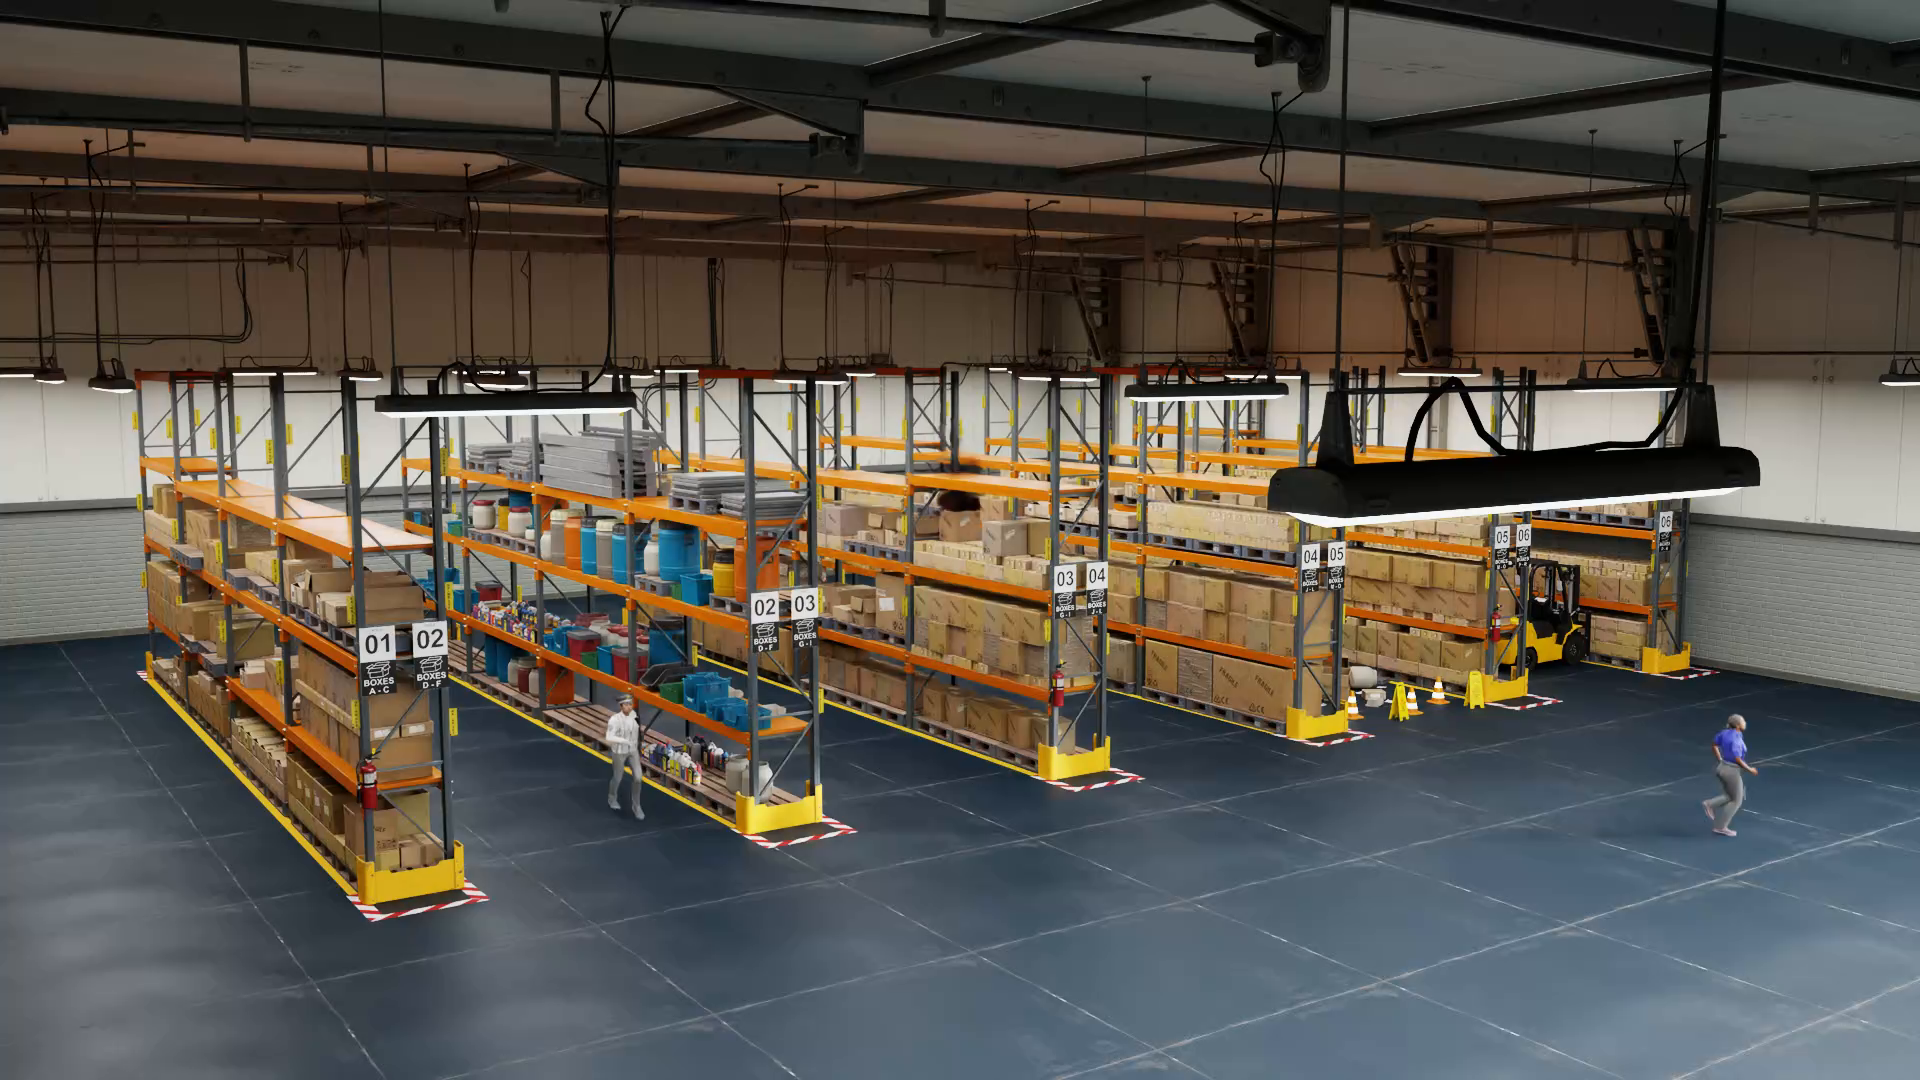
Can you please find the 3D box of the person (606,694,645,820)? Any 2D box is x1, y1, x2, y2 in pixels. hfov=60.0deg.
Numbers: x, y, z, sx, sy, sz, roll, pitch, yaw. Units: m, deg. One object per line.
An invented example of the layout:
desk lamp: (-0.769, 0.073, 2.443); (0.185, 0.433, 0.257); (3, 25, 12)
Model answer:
person: (-4.594, 2.941, 22.739); (0.556, 1.744, 0.805); (-4, 8, -33)

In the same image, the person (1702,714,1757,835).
person: (10.131, 3.081, 21.887); (0.631, 1.606, 0.589); (0, 6, 4)

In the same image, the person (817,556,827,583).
person: (-3.313, 1.214, 38.026); (0.534, 1.719, 0.738); (-4, 8, -32)
